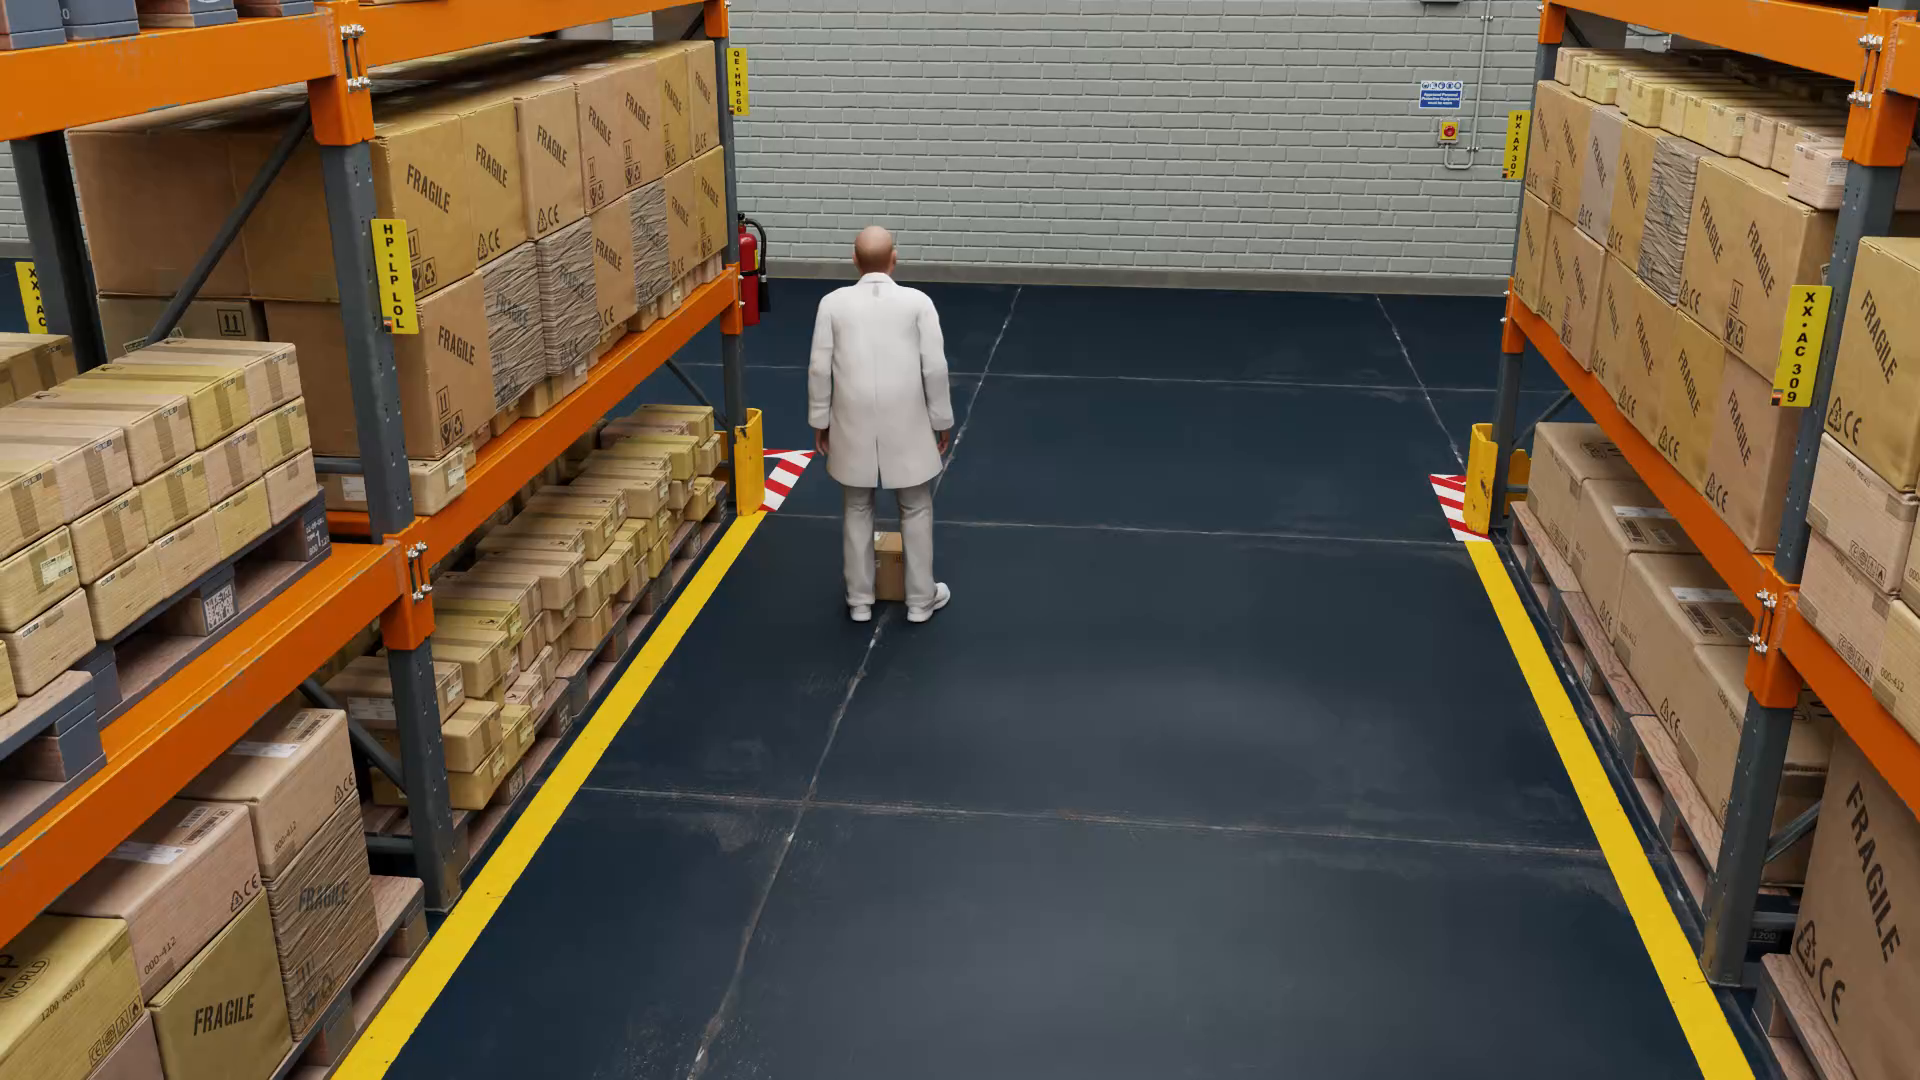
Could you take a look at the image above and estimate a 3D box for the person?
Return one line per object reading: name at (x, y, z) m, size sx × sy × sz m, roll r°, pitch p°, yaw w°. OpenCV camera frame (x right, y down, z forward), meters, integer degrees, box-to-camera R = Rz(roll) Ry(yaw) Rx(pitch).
person at (-0.352, -0.502, 7.420) m, size 0.653 × 1.774 × 0.418 m, roll 1°, pitch 21°, yaw 4°
